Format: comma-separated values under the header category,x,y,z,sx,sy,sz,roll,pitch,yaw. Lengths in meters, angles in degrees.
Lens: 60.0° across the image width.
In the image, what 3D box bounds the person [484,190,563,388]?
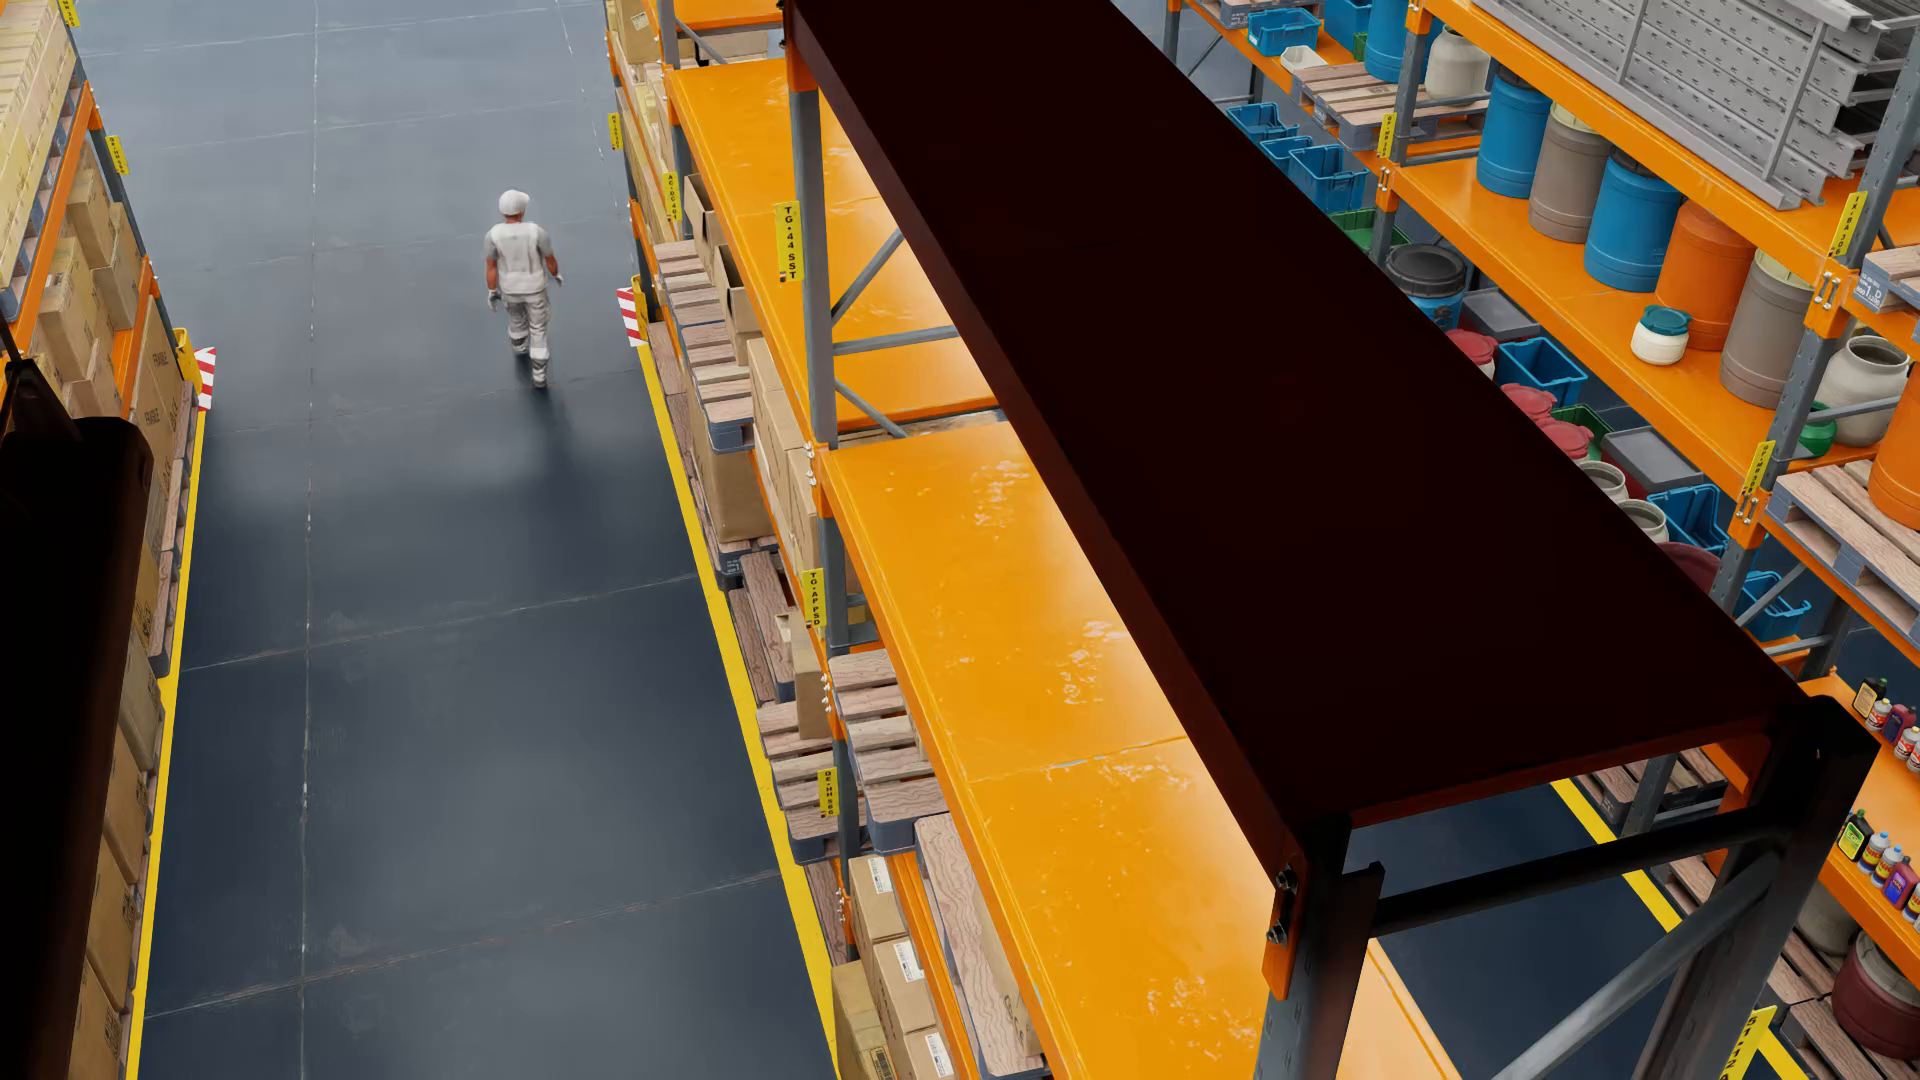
category,x,y,z,sx,sy,sz,roll,pitch,yaw
person,-3.694,-2.241,14.214,0.602,1.778,0.790,-2,38,-2
